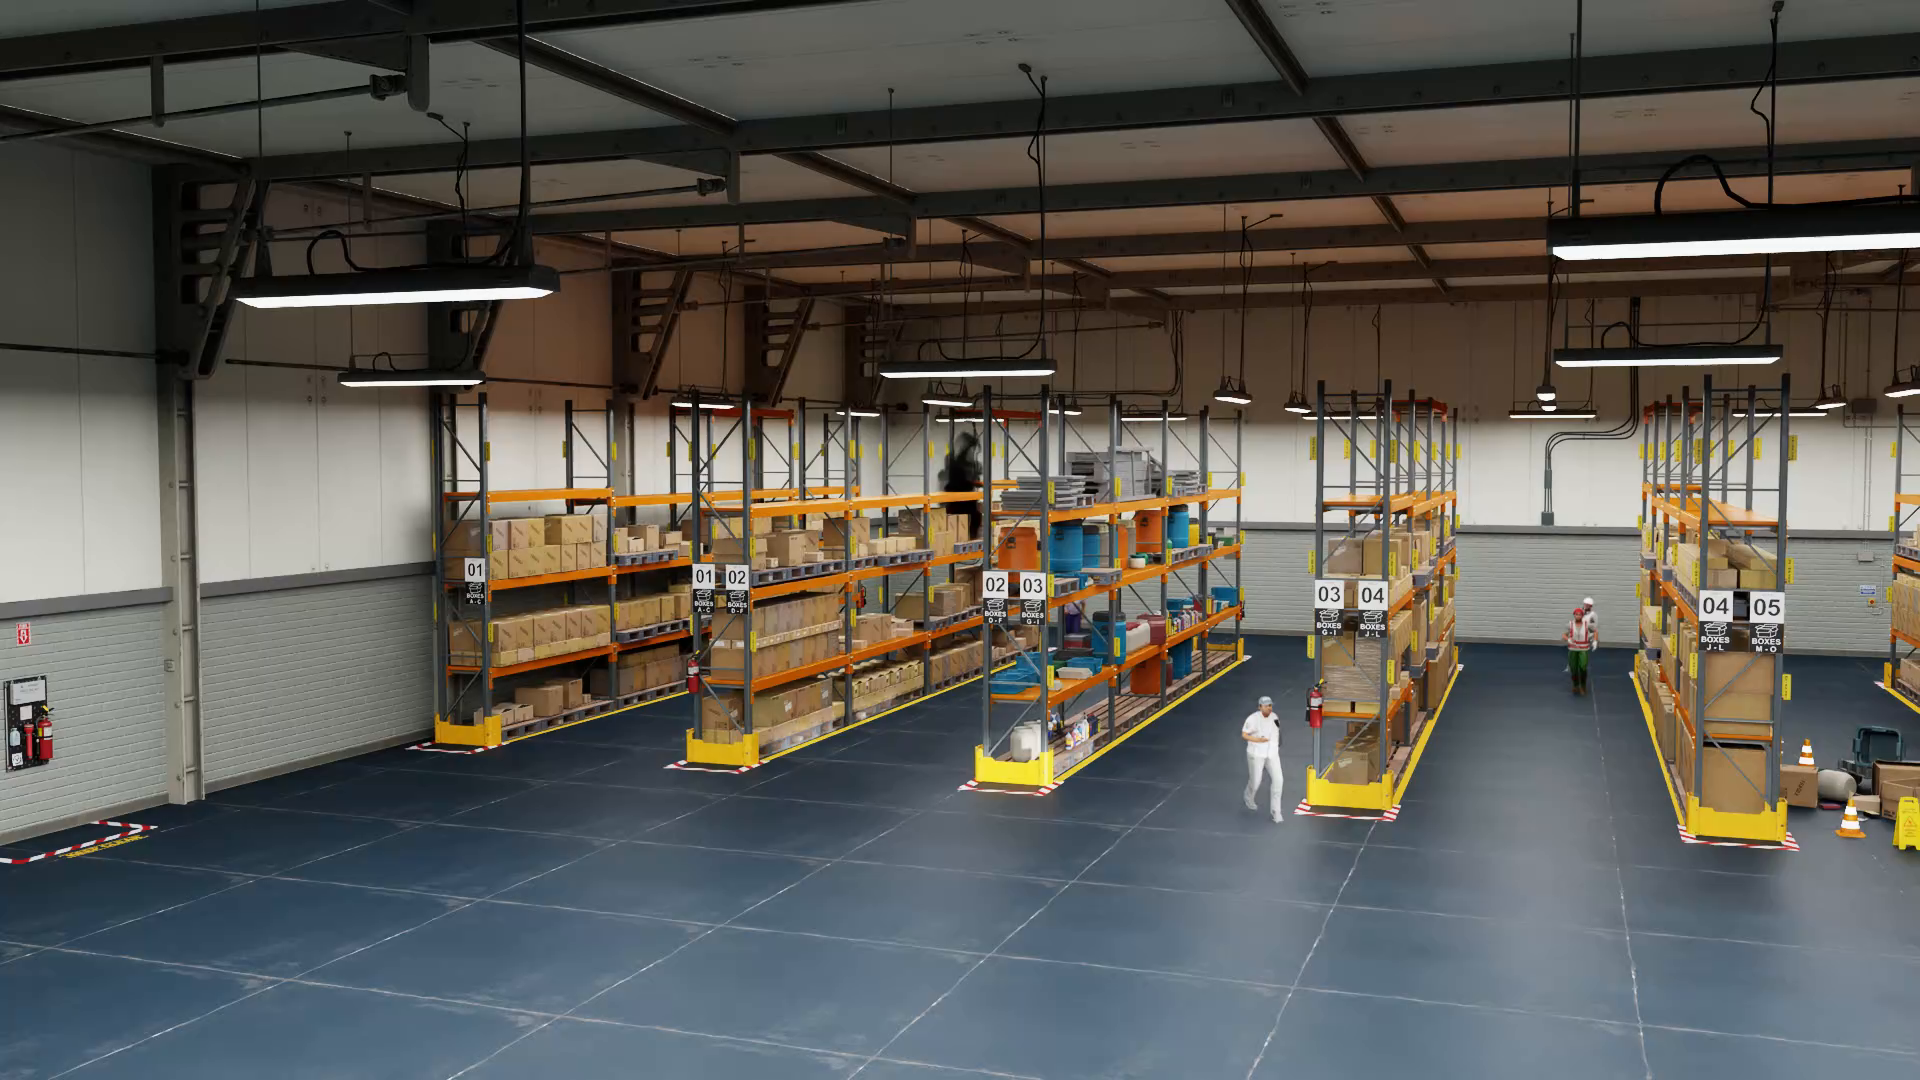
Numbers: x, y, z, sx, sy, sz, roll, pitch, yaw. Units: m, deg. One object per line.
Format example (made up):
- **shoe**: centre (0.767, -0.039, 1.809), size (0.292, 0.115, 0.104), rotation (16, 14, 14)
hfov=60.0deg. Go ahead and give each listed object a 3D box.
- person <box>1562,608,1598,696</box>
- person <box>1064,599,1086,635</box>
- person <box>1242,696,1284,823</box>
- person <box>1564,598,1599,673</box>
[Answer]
- **person**: centre (12.741, 2.305, 34.210), size (0.683, 1.821, 0.718), rotation (1, 3, 24)
- **person**: centre (2.603, 1.881, 38.510), size (0.574, 1.719, 0.685), rotation (1, 3, 9)
- **person**: centre (4.132, 2.977, 22.798), size (0.605, 1.692, 0.881), rotation (-1, 3, -12)
- **person**: centre (14.174, 2.158, 37.651), size (0.781, 1.723, 0.682), rotation (-2, 4, -32)
